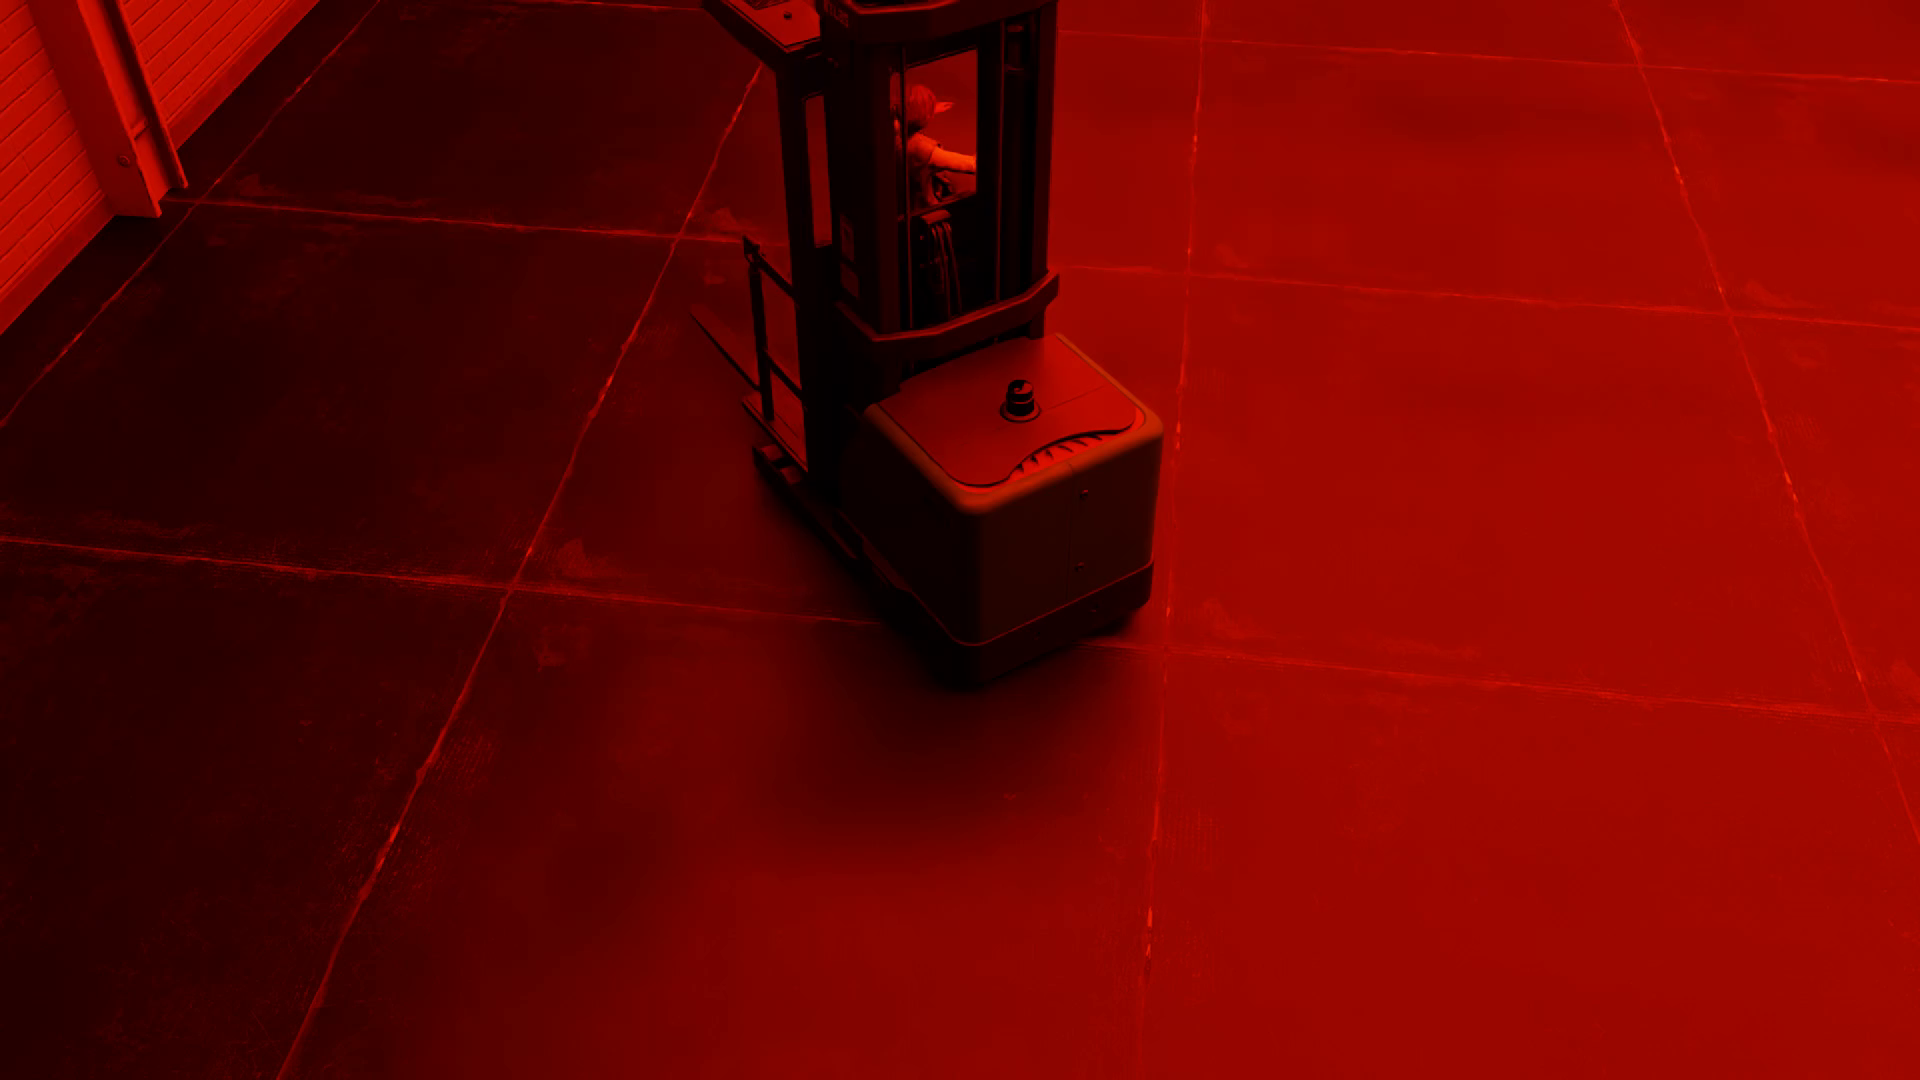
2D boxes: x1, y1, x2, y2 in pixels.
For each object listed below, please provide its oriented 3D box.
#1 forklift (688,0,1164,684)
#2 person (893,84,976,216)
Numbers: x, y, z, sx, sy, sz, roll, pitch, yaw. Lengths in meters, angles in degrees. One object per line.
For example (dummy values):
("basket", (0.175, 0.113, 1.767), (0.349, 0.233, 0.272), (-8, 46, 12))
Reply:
("forklift", (-0.360, -1.433, 7.284), (1.130, 2.935, 3.031), (-24, 48, -24))
("person", (-0.057, -1.804, 8.738), (0.705, 1.443, 0.688), (-30, 50, -28))
